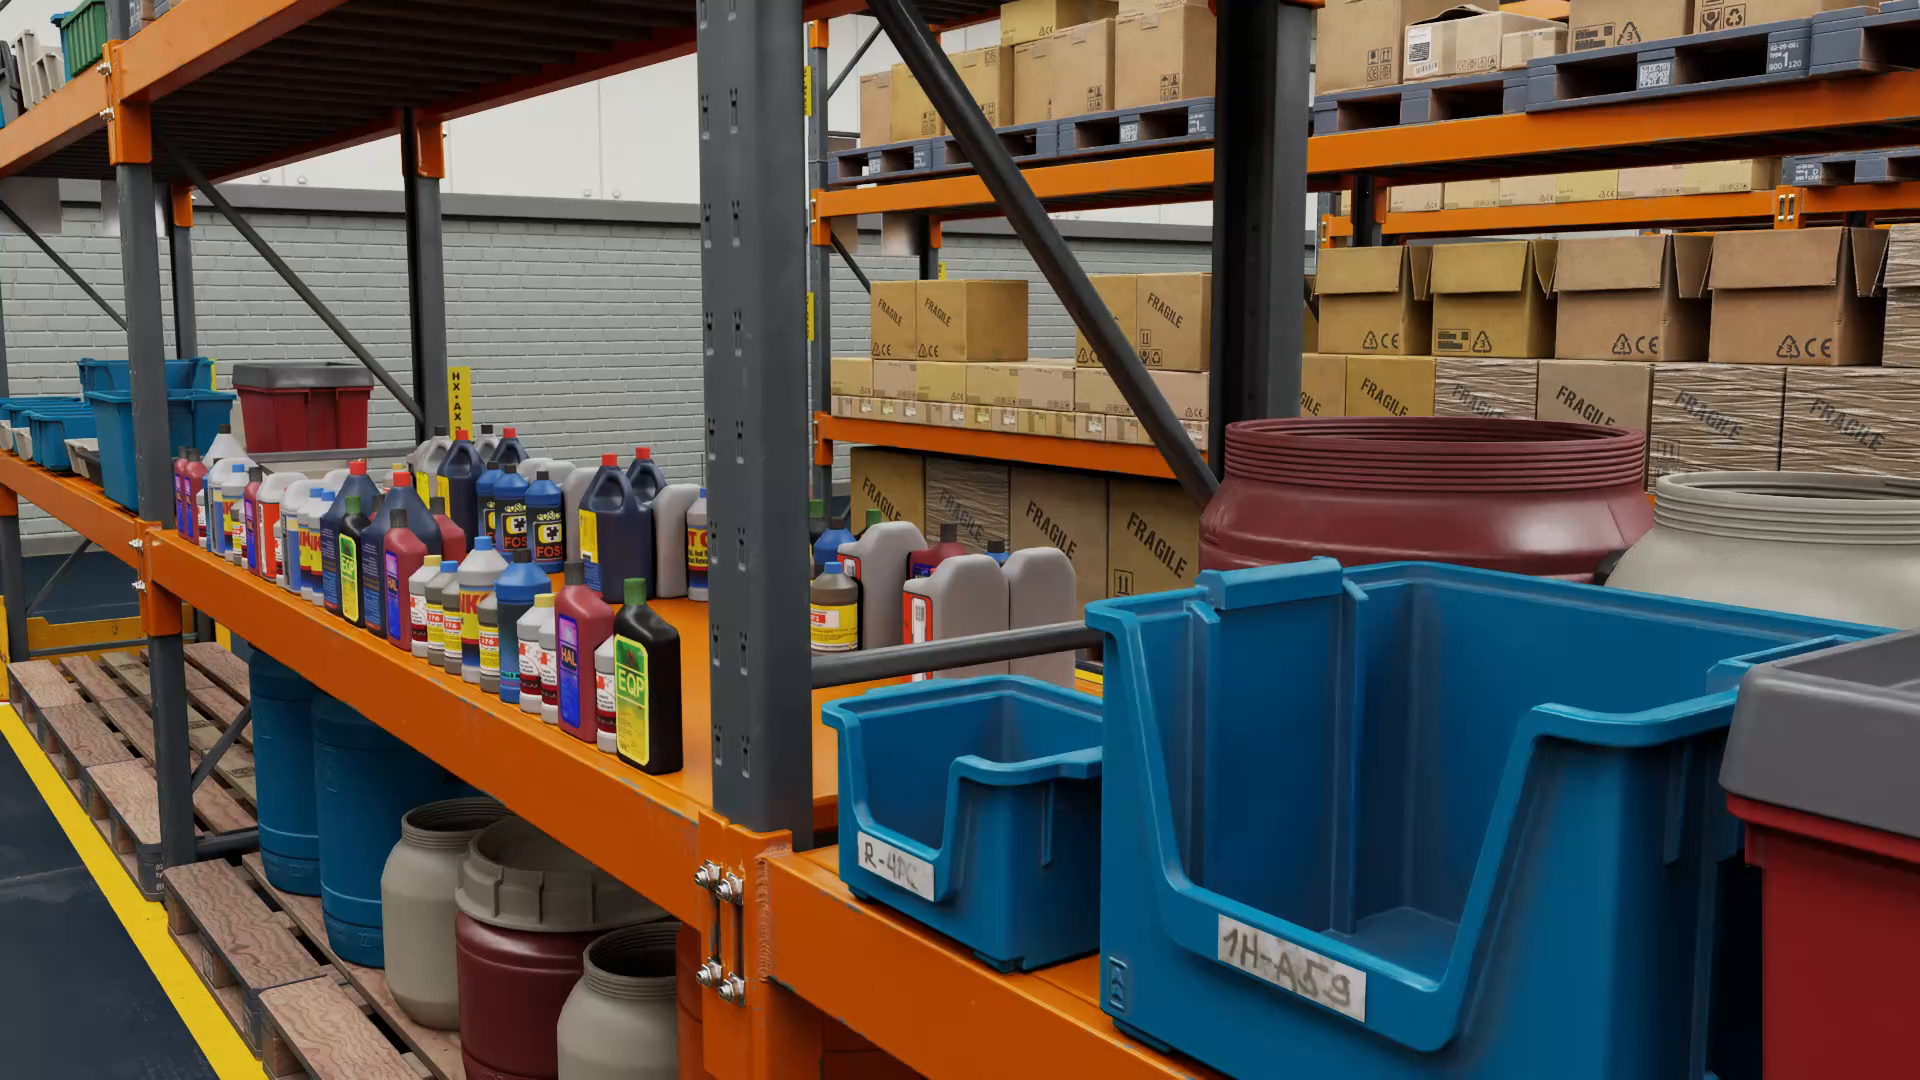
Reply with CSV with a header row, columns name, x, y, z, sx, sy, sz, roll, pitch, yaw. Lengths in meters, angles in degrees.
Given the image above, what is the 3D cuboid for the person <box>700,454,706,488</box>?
name,x,y,z,sx,sy,sz,roll,pitch,yaw
person,-1.176,-0.044,8.641,1.060,1.663,0.544,4,9,29
